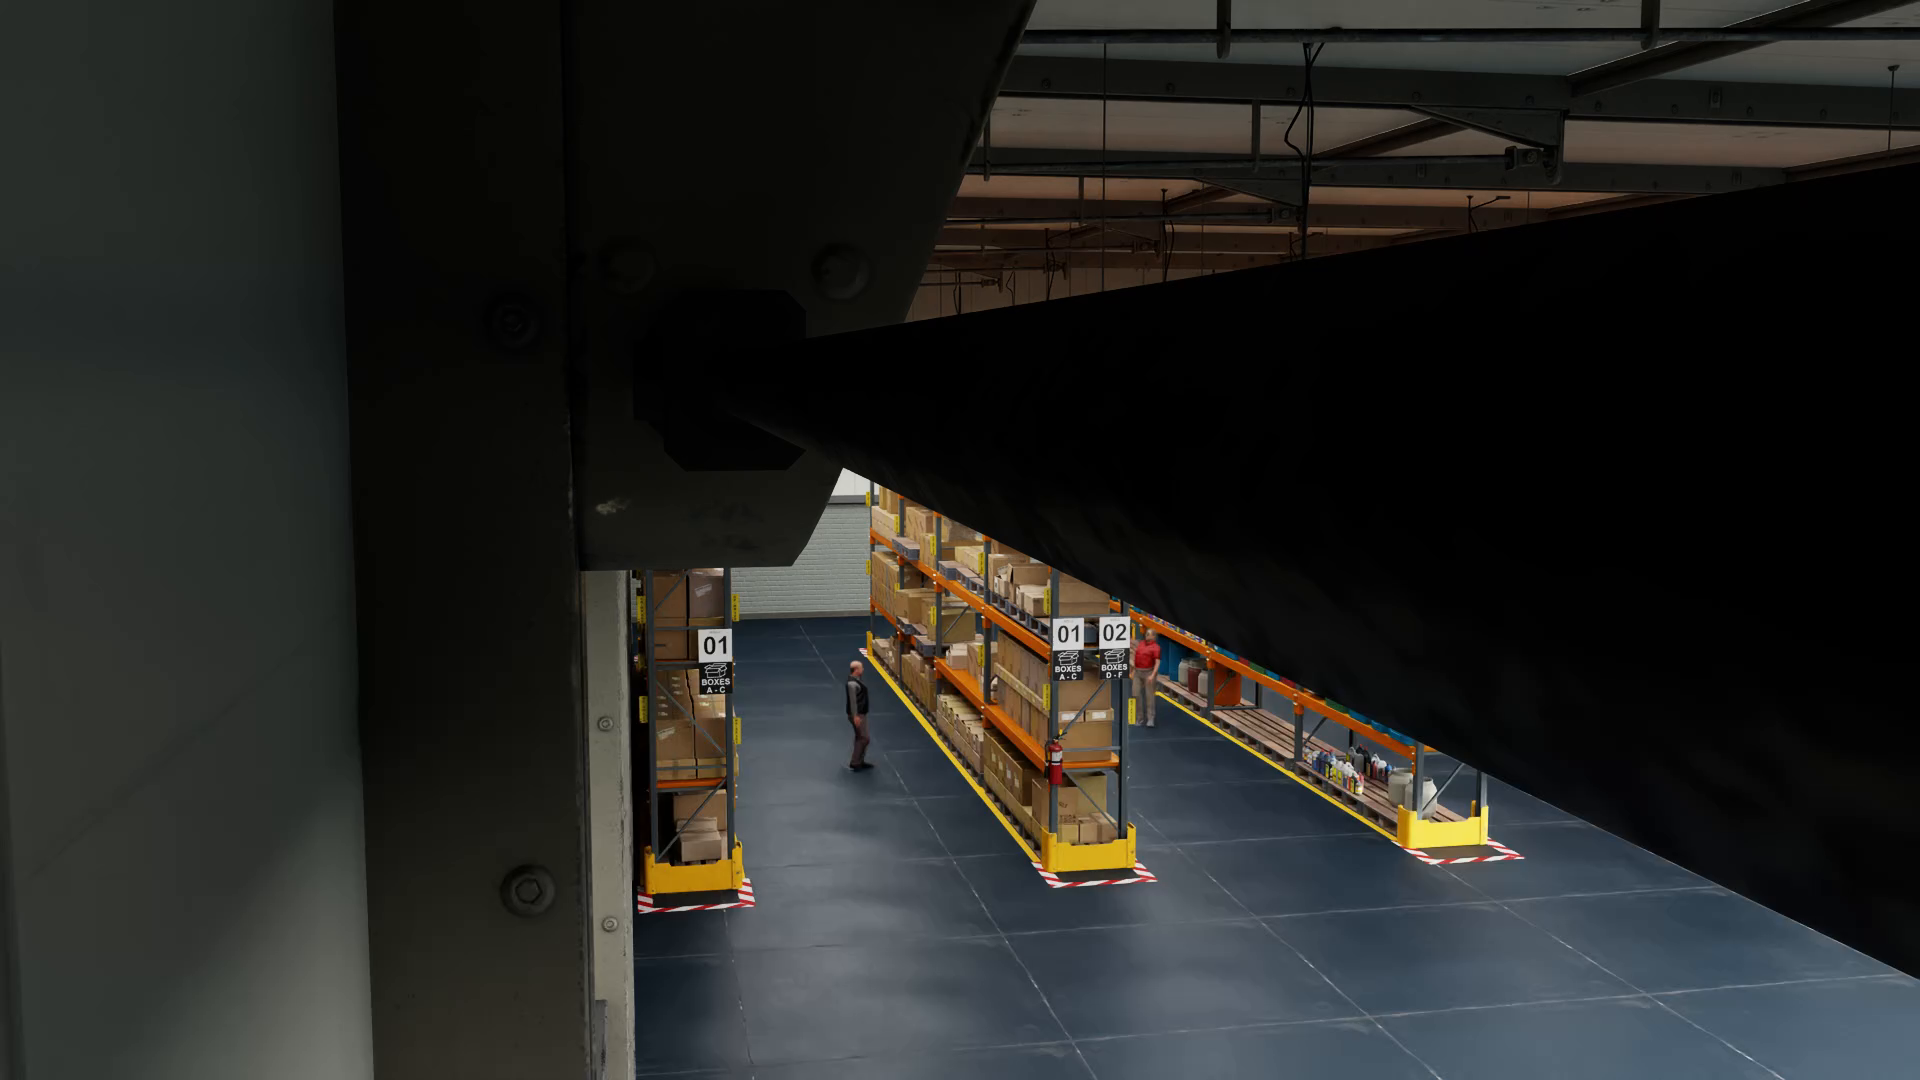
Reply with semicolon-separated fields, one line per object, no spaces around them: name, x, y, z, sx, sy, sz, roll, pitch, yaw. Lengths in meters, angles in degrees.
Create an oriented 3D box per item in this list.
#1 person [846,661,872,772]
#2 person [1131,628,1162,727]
person;-1.592;2.782;26.216;0.402;1.781;0.566;0;6;3
person;3.252;2.450;29.331;0.617;1.793;0.576;3;7;28
